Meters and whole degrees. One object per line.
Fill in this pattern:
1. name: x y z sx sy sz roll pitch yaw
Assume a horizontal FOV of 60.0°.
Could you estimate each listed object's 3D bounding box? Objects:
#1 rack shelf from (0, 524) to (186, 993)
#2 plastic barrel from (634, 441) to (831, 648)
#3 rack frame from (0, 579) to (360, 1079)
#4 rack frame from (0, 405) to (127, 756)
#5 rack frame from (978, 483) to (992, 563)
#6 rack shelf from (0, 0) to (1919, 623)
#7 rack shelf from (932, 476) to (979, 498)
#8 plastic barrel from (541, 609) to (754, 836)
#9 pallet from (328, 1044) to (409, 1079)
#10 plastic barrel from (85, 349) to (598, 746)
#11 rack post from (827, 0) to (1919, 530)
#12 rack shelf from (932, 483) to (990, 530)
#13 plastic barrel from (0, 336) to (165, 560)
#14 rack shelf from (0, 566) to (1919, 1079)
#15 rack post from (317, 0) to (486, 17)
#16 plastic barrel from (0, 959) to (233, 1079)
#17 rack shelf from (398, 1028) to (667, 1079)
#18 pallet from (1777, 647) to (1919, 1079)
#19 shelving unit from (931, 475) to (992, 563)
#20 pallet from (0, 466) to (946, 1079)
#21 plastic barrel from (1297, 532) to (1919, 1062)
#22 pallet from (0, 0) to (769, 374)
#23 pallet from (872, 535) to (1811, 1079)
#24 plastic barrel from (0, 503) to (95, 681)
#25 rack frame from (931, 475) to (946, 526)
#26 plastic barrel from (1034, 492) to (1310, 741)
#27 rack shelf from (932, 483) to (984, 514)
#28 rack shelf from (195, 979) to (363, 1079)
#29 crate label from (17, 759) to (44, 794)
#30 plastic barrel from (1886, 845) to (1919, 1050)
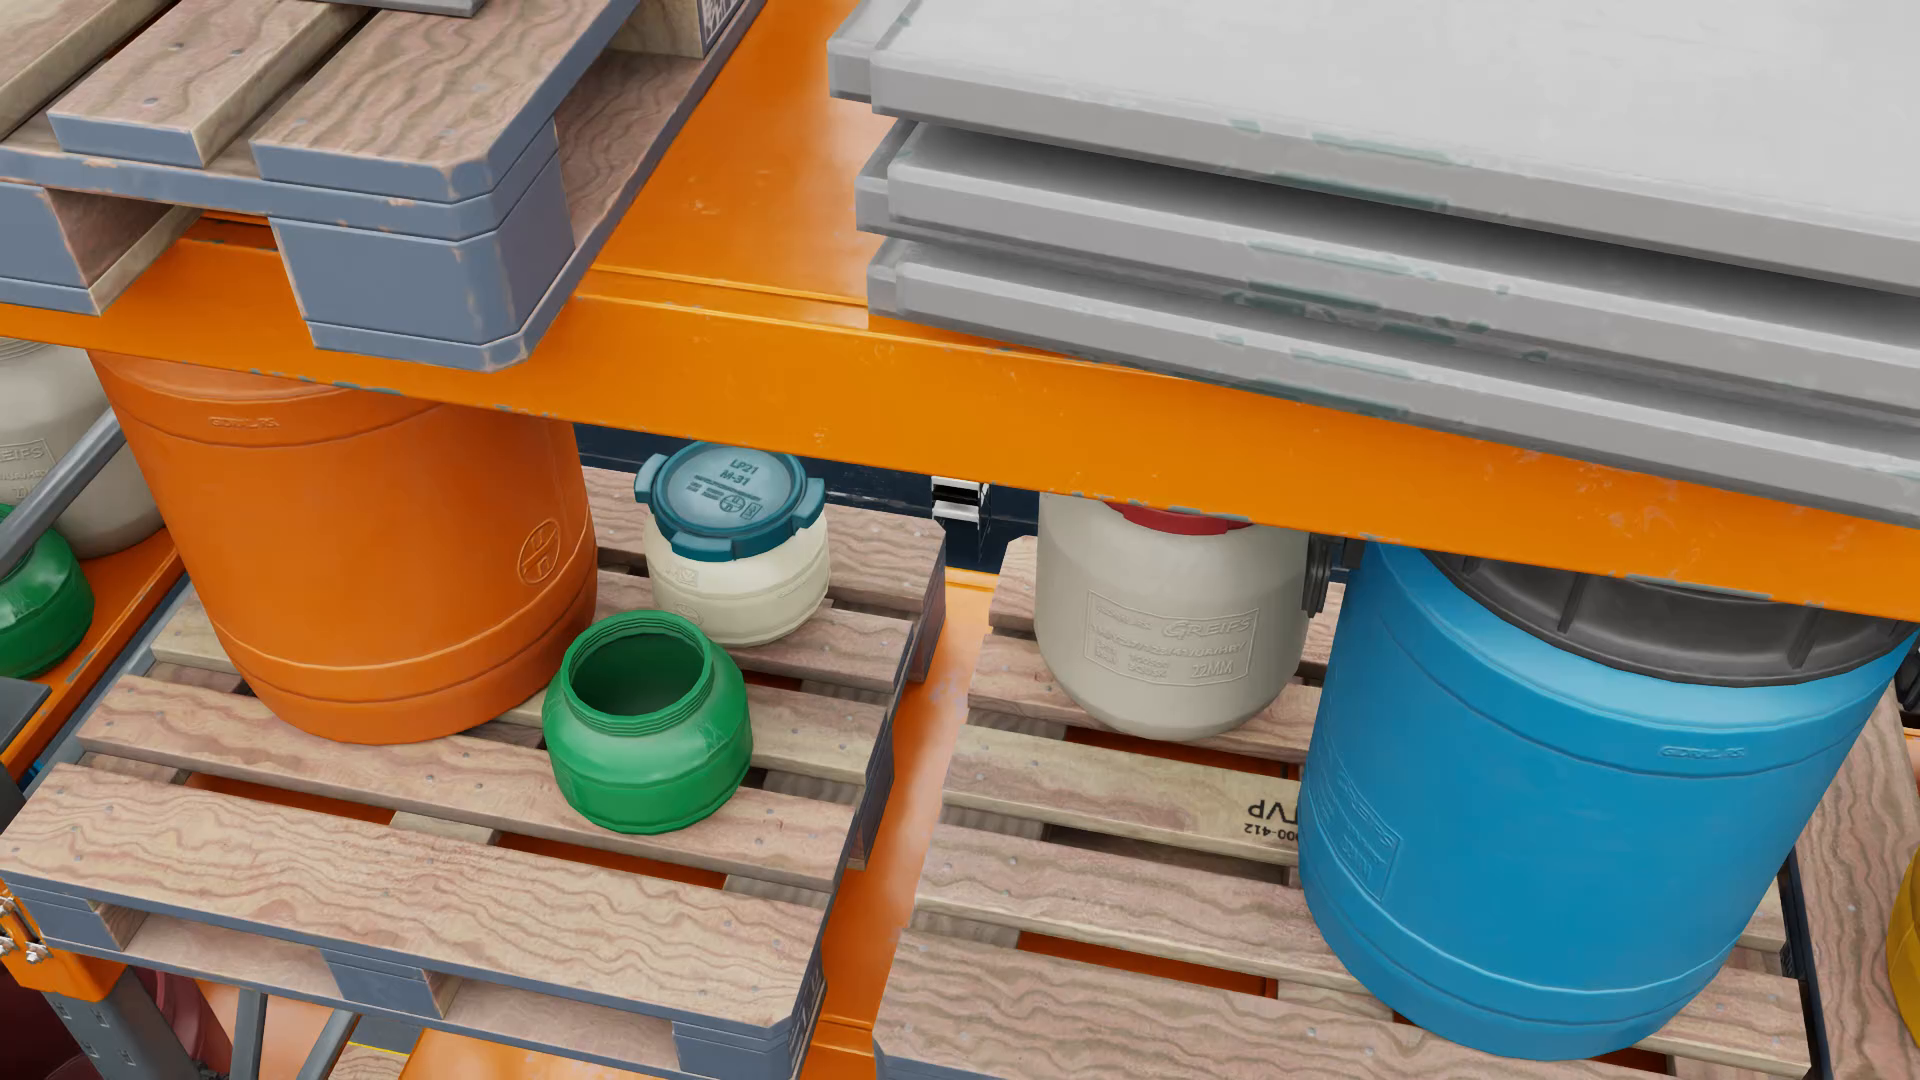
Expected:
1. rack shelf: -3.390 -0.002 3.405 4.000 0.370 1.077 9 45 9
2. plastic barrel: -0.360 0.003 2.678 0.301 0.262 0.301 0 44 0
3. rack frame: -1.438 1.122 3.881 0.127 3.000 1.000 9 45 9
4. rack frame: -1.438 -1.039 1.801 0.127 3.000 1.000 9 45 9
5. rack frame: 0.107 -0.308 6.881 0.006 0.900 0.240 9 45 9
6. rack shelf: 0.514 -0.333 1.874 4.000 0.370 1.077 9 45 9
7. rack shelf: 0.008 -0.299 6.920 0.200 0.077 0.258 9 45 9
8. plastic barrel: -0.454 0.262 2.421 0.294 0.245 0.294 0 44 0
9. pallet: -2.186 1.983 4.997 1.213 0.211 1.003 9 45 9
10. plastic barrel: -0.885 -0.177 2.455 0.708 0.830 0.600 9 45 9
11. rack post: 0.462 -0.474 1.574 0.954 0.300 0.937 13 45 13
12. rack shelf: 0.008 -0.169 7.045 0.200 0.077 0.258 9 45 9
13. plastic barrel: -1.674 -0.253 3.066 0.421 0.512 0.421 0 44 0
14. rack shelf: 0.514 0.604 2.776 4.000 0.370 1.077 9 45 9
15. rack post: -0.722 -0.930 1.742 0.937 0.300 0.954 9 45 9
16. plastic barrel: -1.957 1.208 3.694 0.708 0.536 0.600 9 45 9
17. rack shelf: 0.514 1.684 3.816 4.000 0.370 1.077 9 45 9
18. pallet: 1.679 0.663 2.332 1.003 0.211 1.213 9 45 9
19. shelving unit: 0.008 -0.323 6.897 0.210 0.900 0.258 9 45 9
20. pallet: -0.713 0.292 2.717 1.213 0.211 1.003 9 45 9
21. plastic barrel: 0.766 0.160 2.053 0.708 0.901 0.600 9 45 9
22. pallet: -0.741 -0.697 1.870 1.003 0.211 1.213 9 45 9
23. pallet: 0.572 0.493 2.508 1.213 0.211 1.003 9 45 9
24. plastic barrel: -1.690 0.095 2.898 0.294 0.245 0.294 0 44 0
25. rack frame: -0.091 -0.338 6.913 0.006 0.900 0.240 9 45 9
26. plastic barrel: 0.325 0.008 2.475 0.433 0.535 0.433 0 44 0
27. rack shelf: 0.008 -0.234 6.982 0.200 0.077 0.258 9 45 9
28. rack shelf: -3.390 1.079 4.445 4.000 0.370 1.077 9 45 9
29. crate label: -2.349 0.776 4.215 0.616 0.435 0.502 9 45 9
30. plastic barrel: 1.530 0.427 2.002 0.600 0.588 0.600 0 44 0
